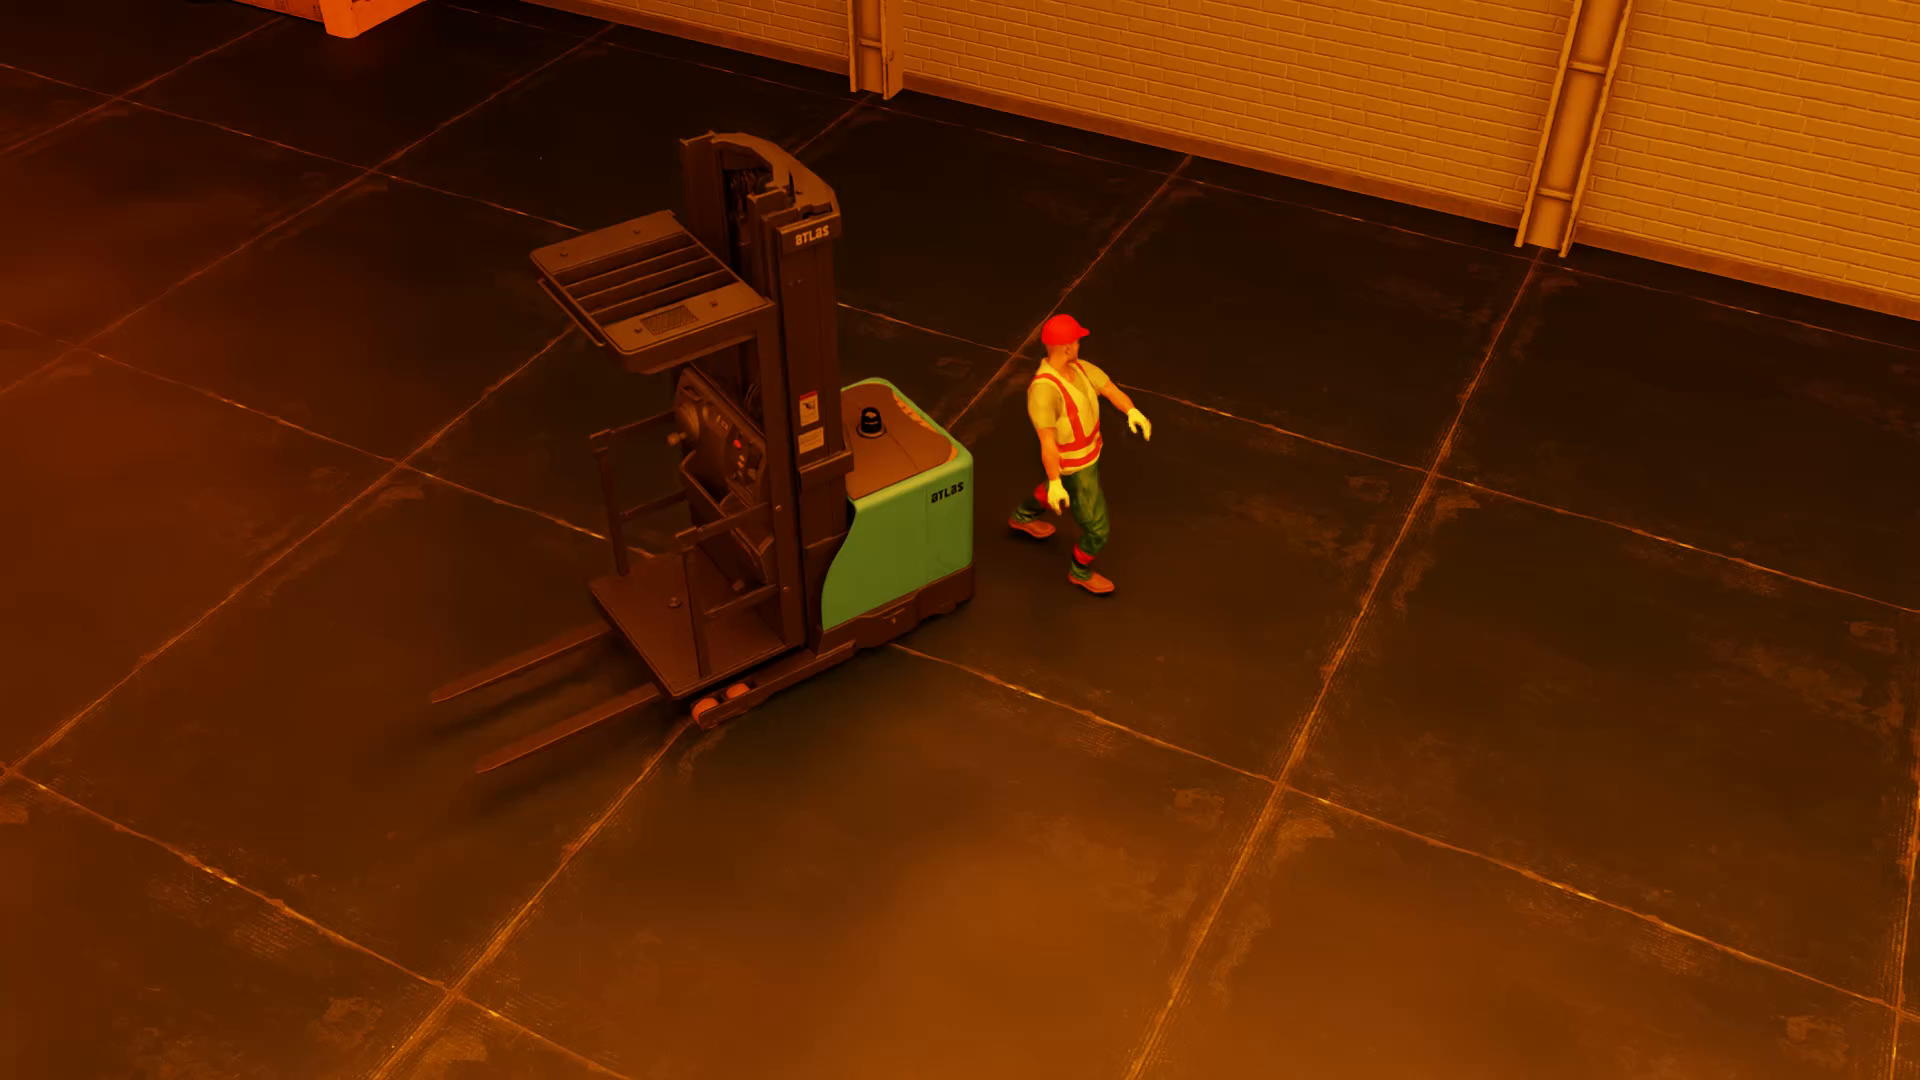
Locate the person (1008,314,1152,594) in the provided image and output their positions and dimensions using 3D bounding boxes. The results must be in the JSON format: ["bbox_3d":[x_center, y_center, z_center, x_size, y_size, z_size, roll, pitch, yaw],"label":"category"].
[{"bbox_3d":[0.656,-0.450,9.512,0.851,1.638,0.806,8,41,9],"label":"person"}]

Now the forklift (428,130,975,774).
[{"bbox_3d":[-1.416,-0.485,8.563,3.031,2.935,1.130,-24,46,-26],"label":"forklift"}]
